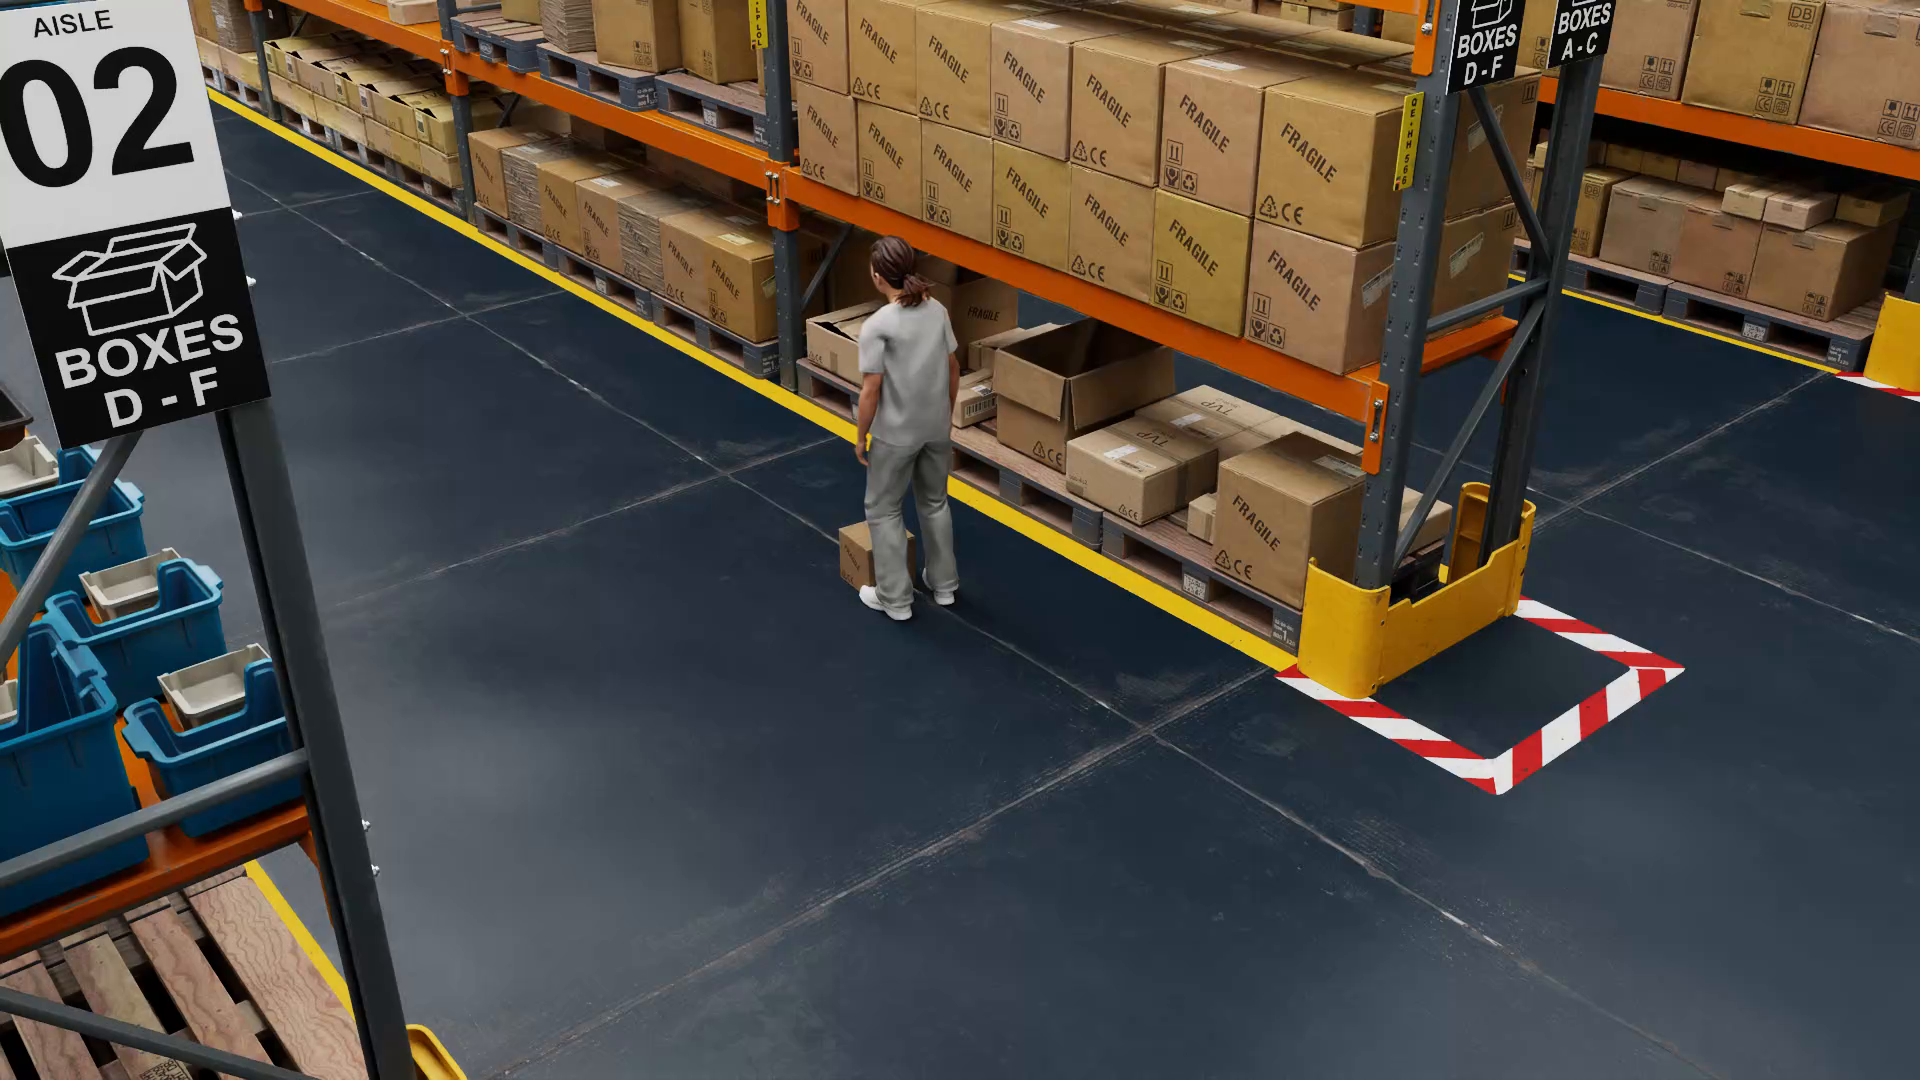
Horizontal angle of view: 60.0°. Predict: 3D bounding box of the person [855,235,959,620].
[{"bbox_3d":[-0.224,-0.456,6.971,0.488,1.672,0.361,-18,33,-30],"label":"person"}]
